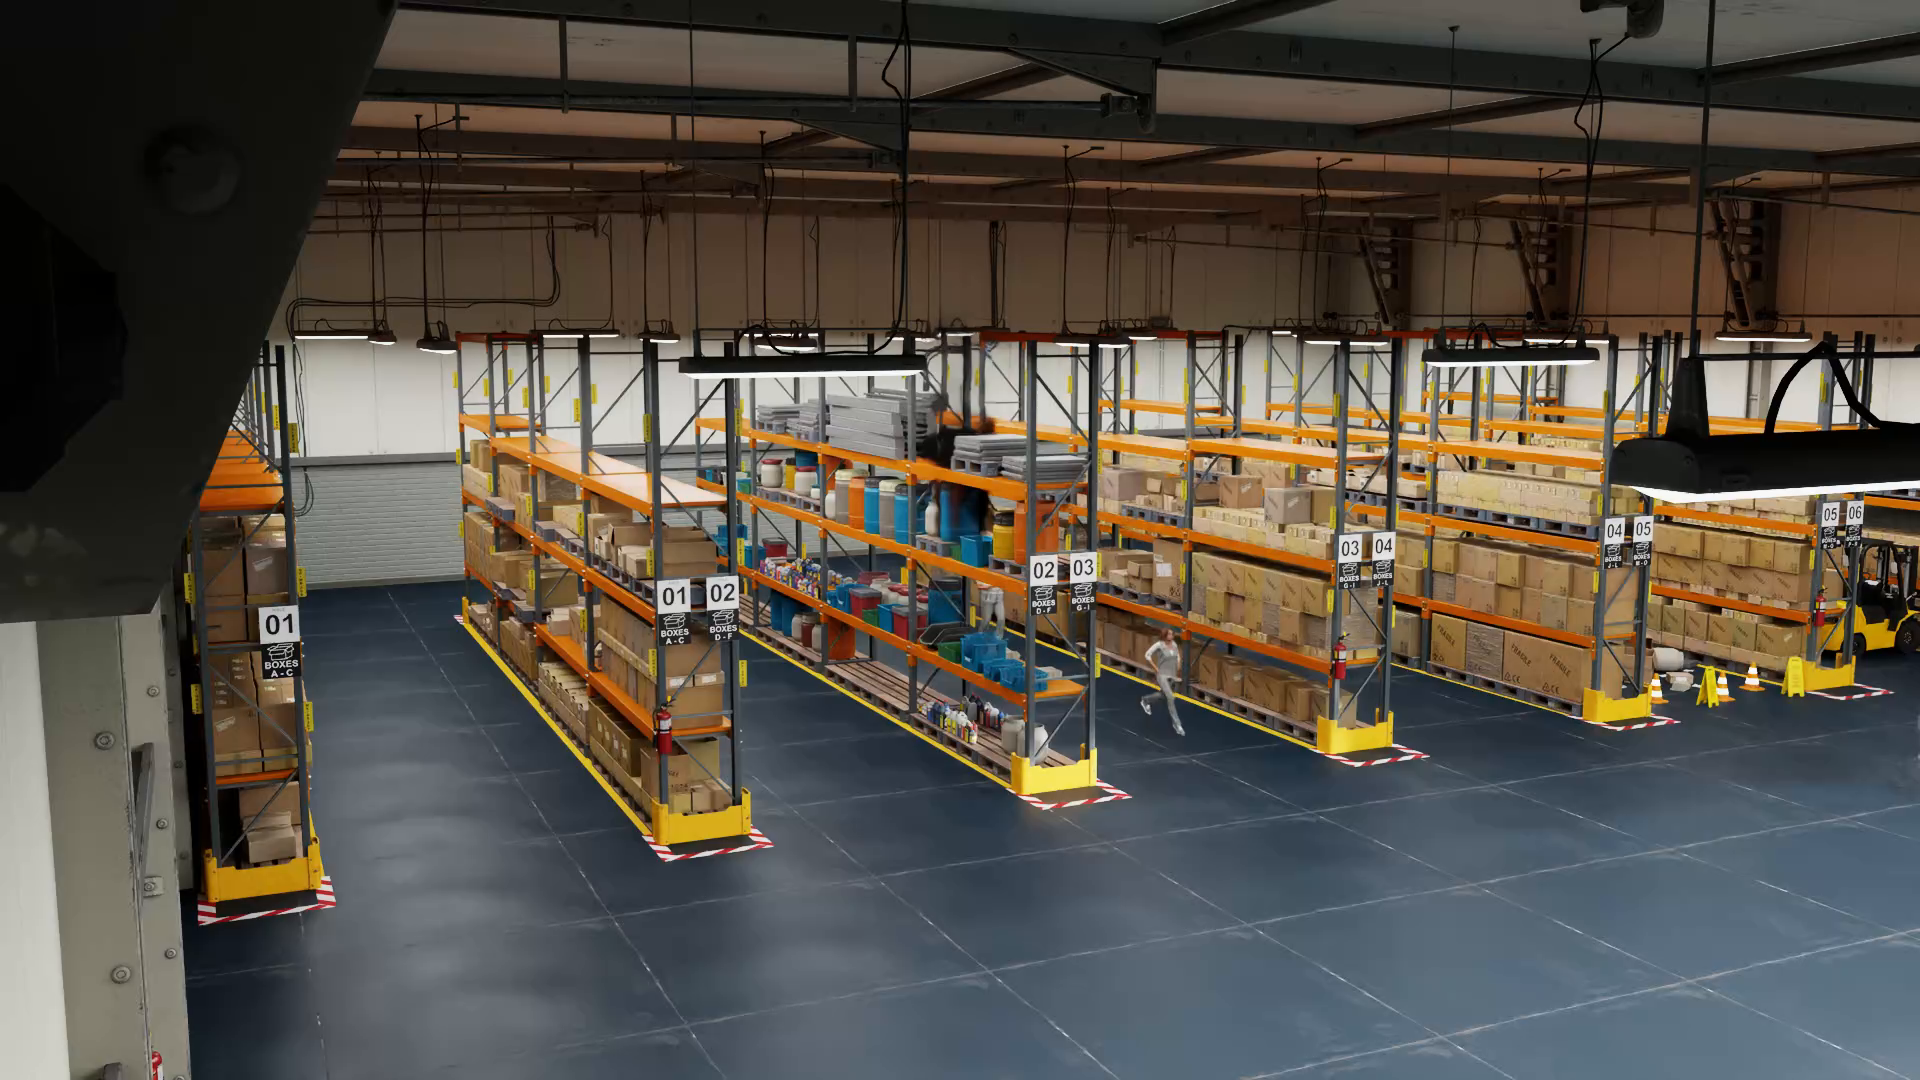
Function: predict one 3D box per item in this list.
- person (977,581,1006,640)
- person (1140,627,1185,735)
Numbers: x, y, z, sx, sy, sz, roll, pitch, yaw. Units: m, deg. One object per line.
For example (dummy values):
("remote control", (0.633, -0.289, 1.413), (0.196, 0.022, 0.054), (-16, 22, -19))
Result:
("person", (0.609, 1.172, 31.689), (0.647, 1.822, 0.816), (-4, 9, -25))
("person", (3.143, 2.123, 25.563), (0.506, 1.579, 1.035), (-6, 10, -39))
